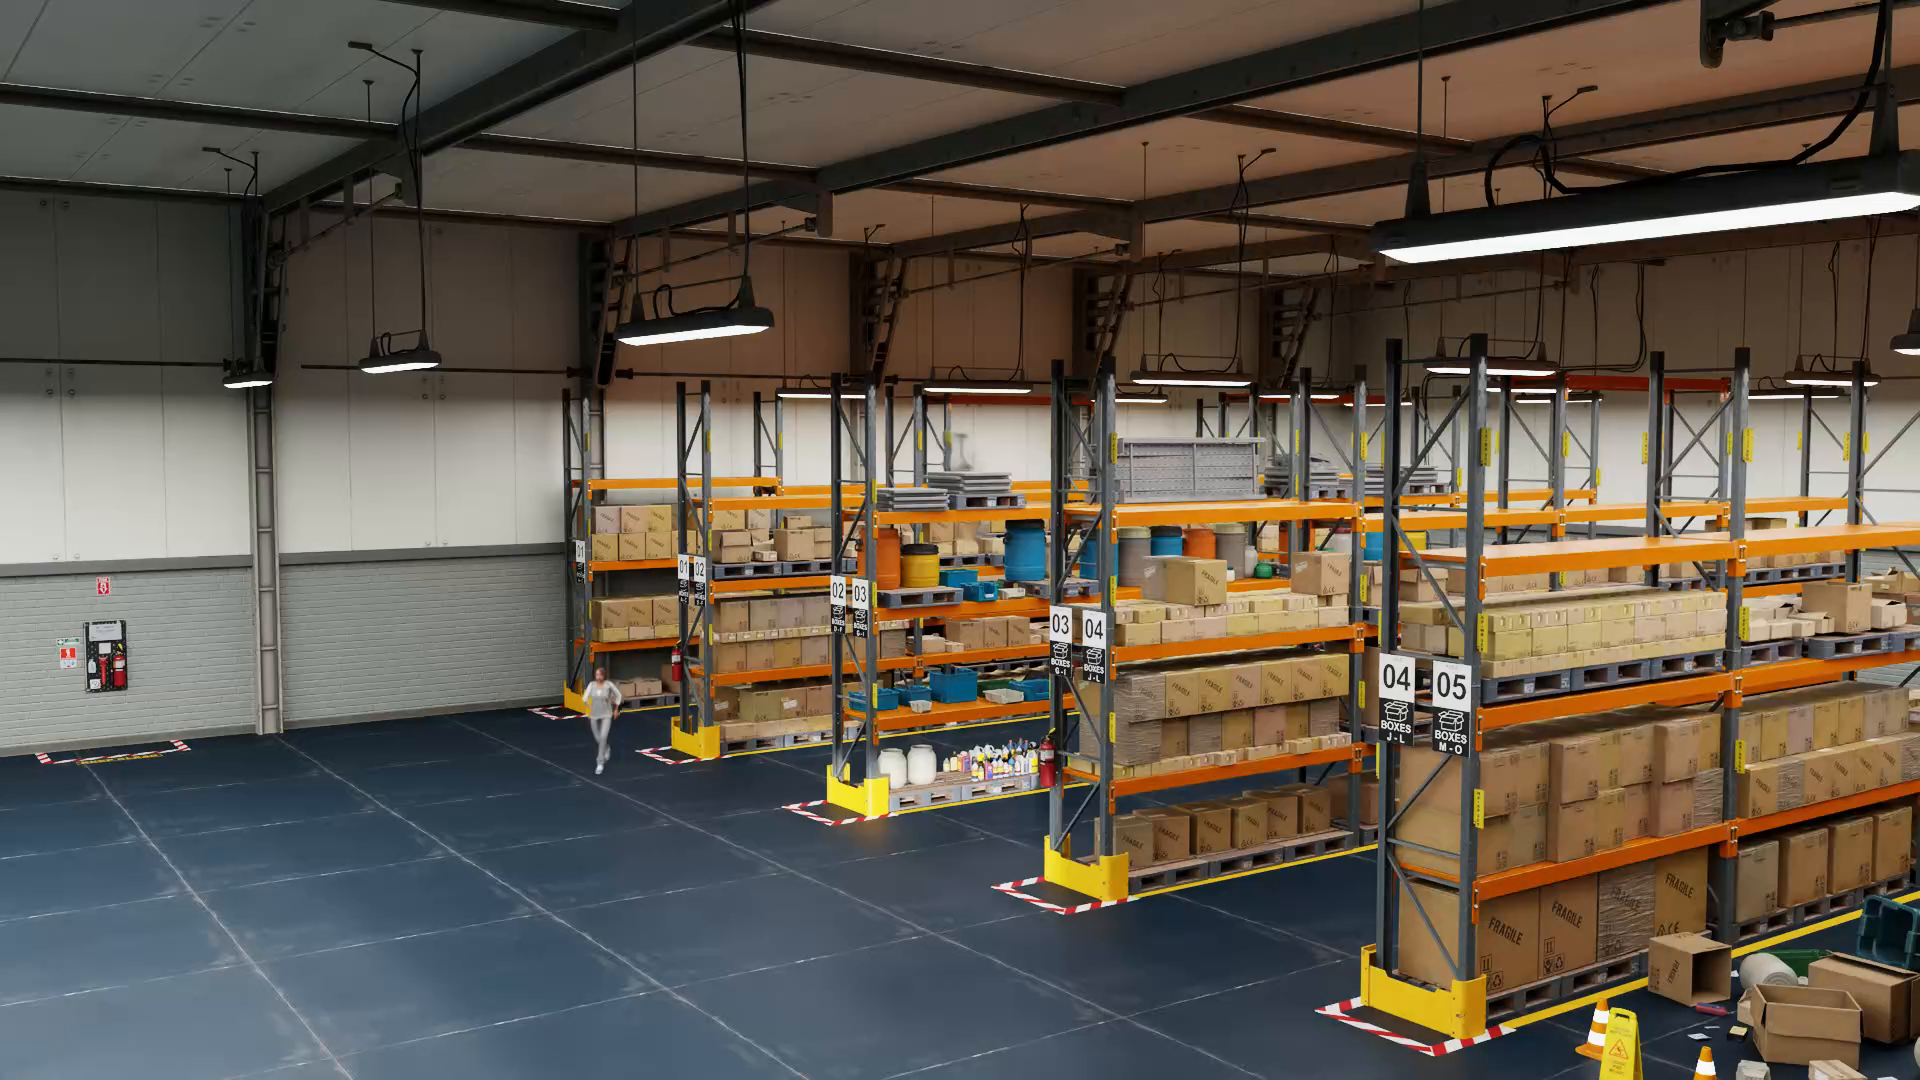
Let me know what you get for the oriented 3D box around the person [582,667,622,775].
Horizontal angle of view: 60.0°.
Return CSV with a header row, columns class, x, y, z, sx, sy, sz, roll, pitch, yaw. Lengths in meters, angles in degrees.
class,x,y,z,sx,sy,sz,roll,pitch,yaw
person,-5.509,2.740,25.564,0.577,1.599,0.806,0,4,2
